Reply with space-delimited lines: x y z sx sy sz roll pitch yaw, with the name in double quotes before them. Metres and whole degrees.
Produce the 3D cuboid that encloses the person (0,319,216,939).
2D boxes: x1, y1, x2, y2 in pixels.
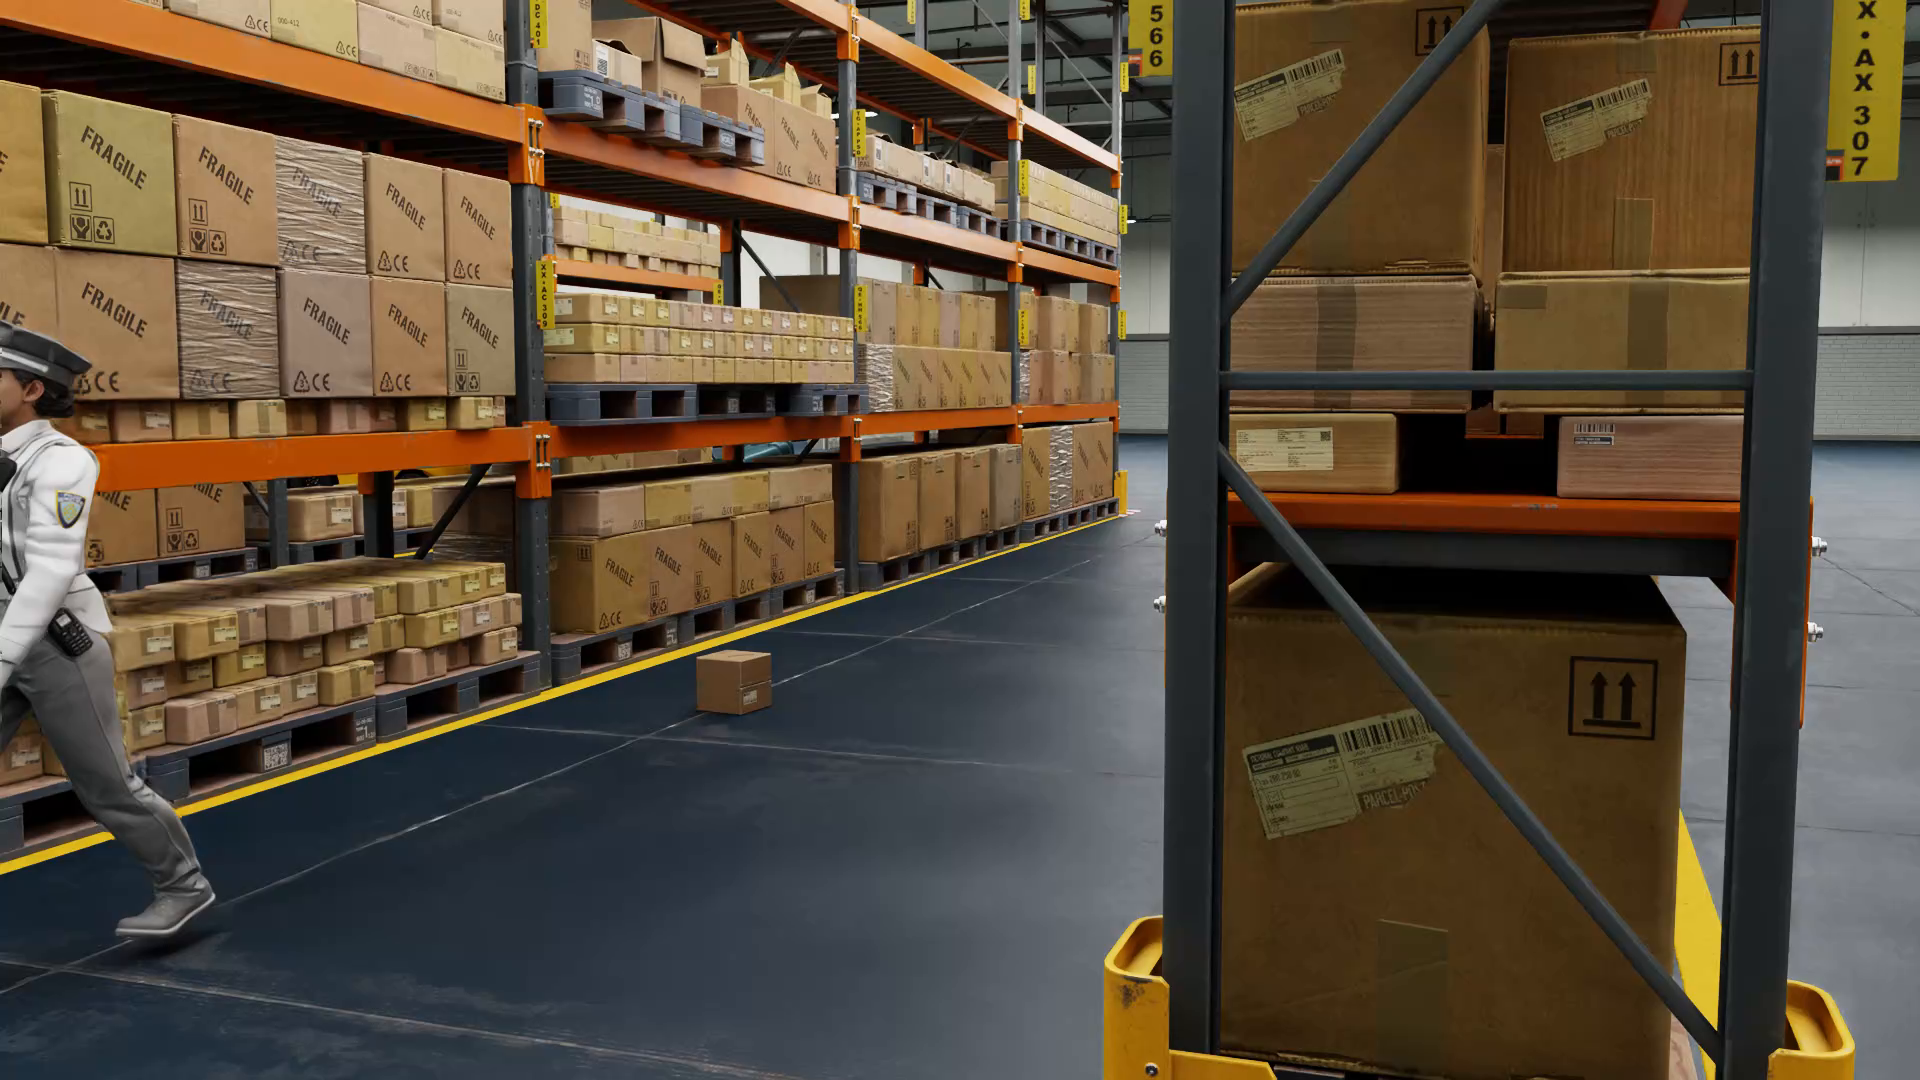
"person" -2.315 0.273 4.075 0.483 1.634 0.996 3 6 27
